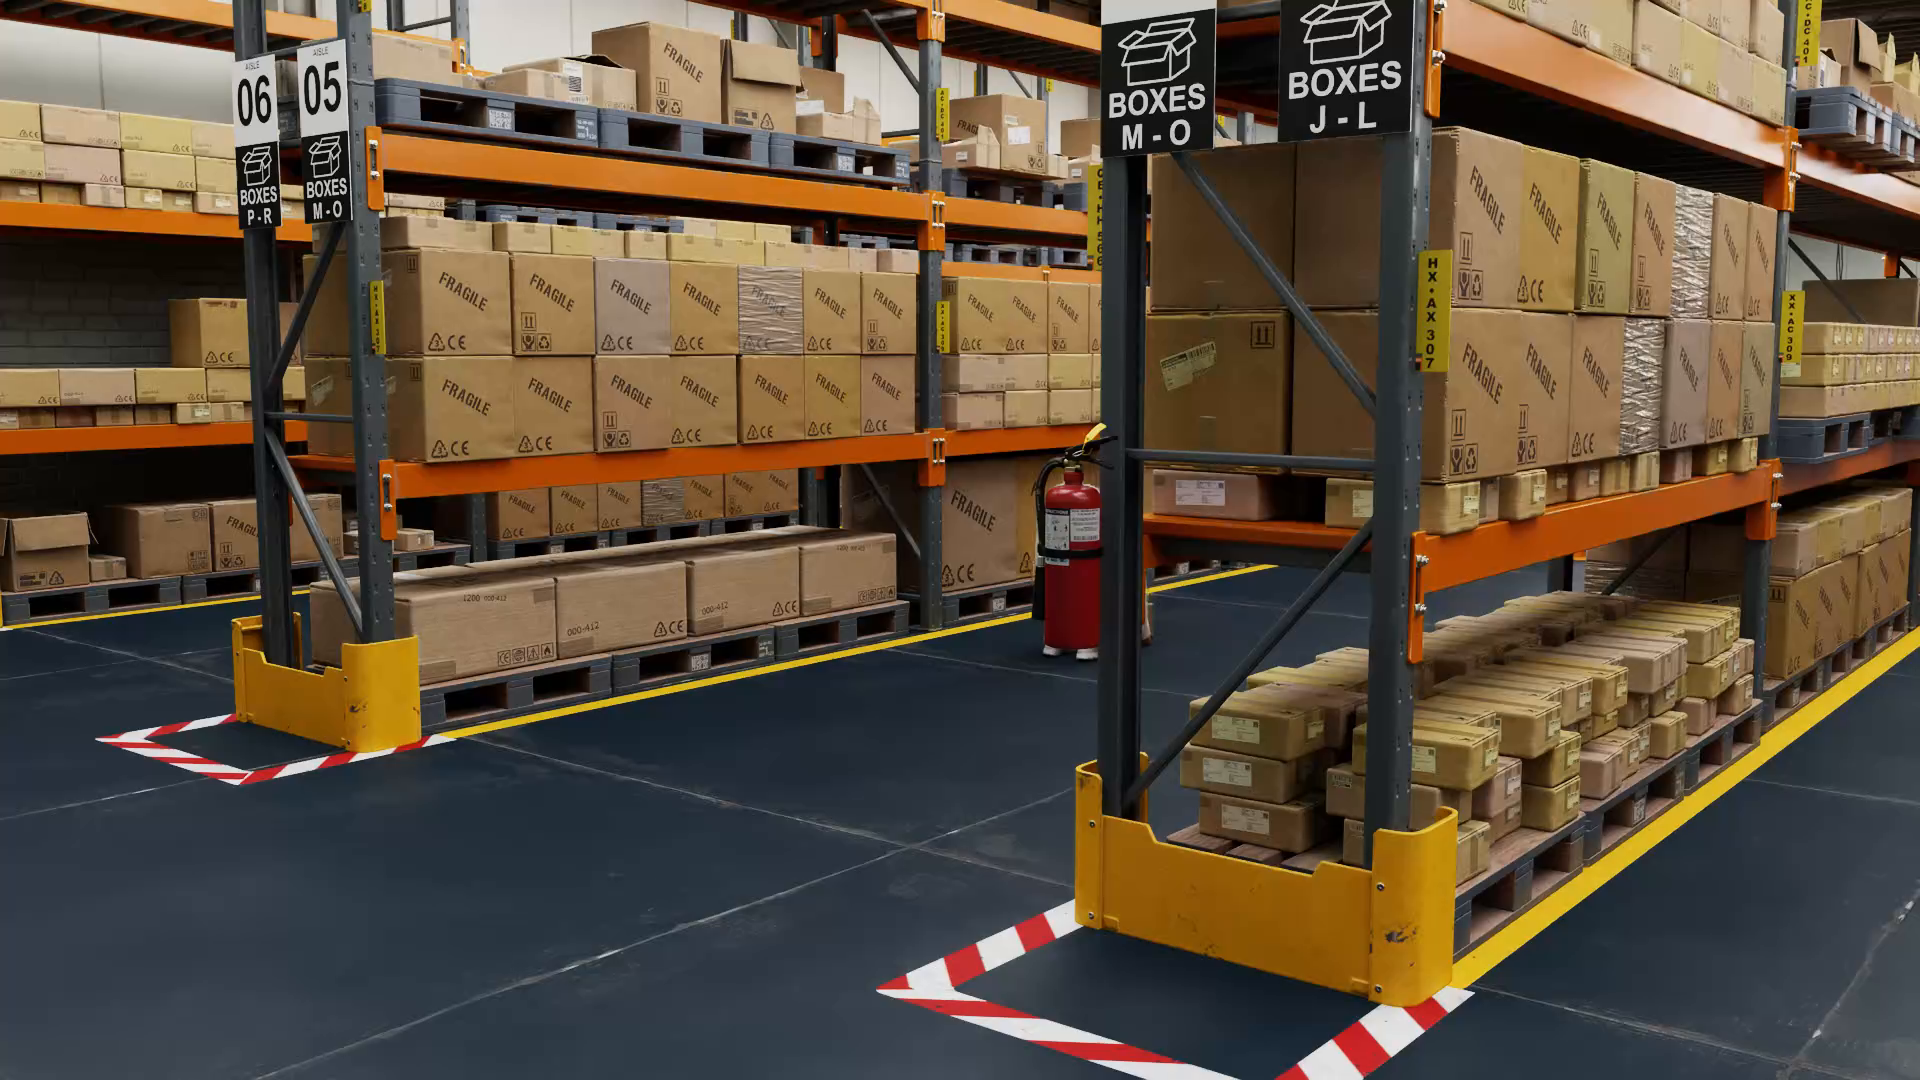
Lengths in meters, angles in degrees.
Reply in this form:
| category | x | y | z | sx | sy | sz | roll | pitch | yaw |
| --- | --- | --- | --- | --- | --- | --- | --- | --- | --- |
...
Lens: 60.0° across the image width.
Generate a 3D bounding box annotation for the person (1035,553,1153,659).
| category | x | y | z | sx | sy | sz | roll | pitch | yaw |
| --- | --- | --- | --- | --- | --- | --- | --- | --- | --- |
| person | 0.822 | 0.286 | 10.105 | 0.582 | 0.835 | 0.949 | 5 | 8 | 37 |
